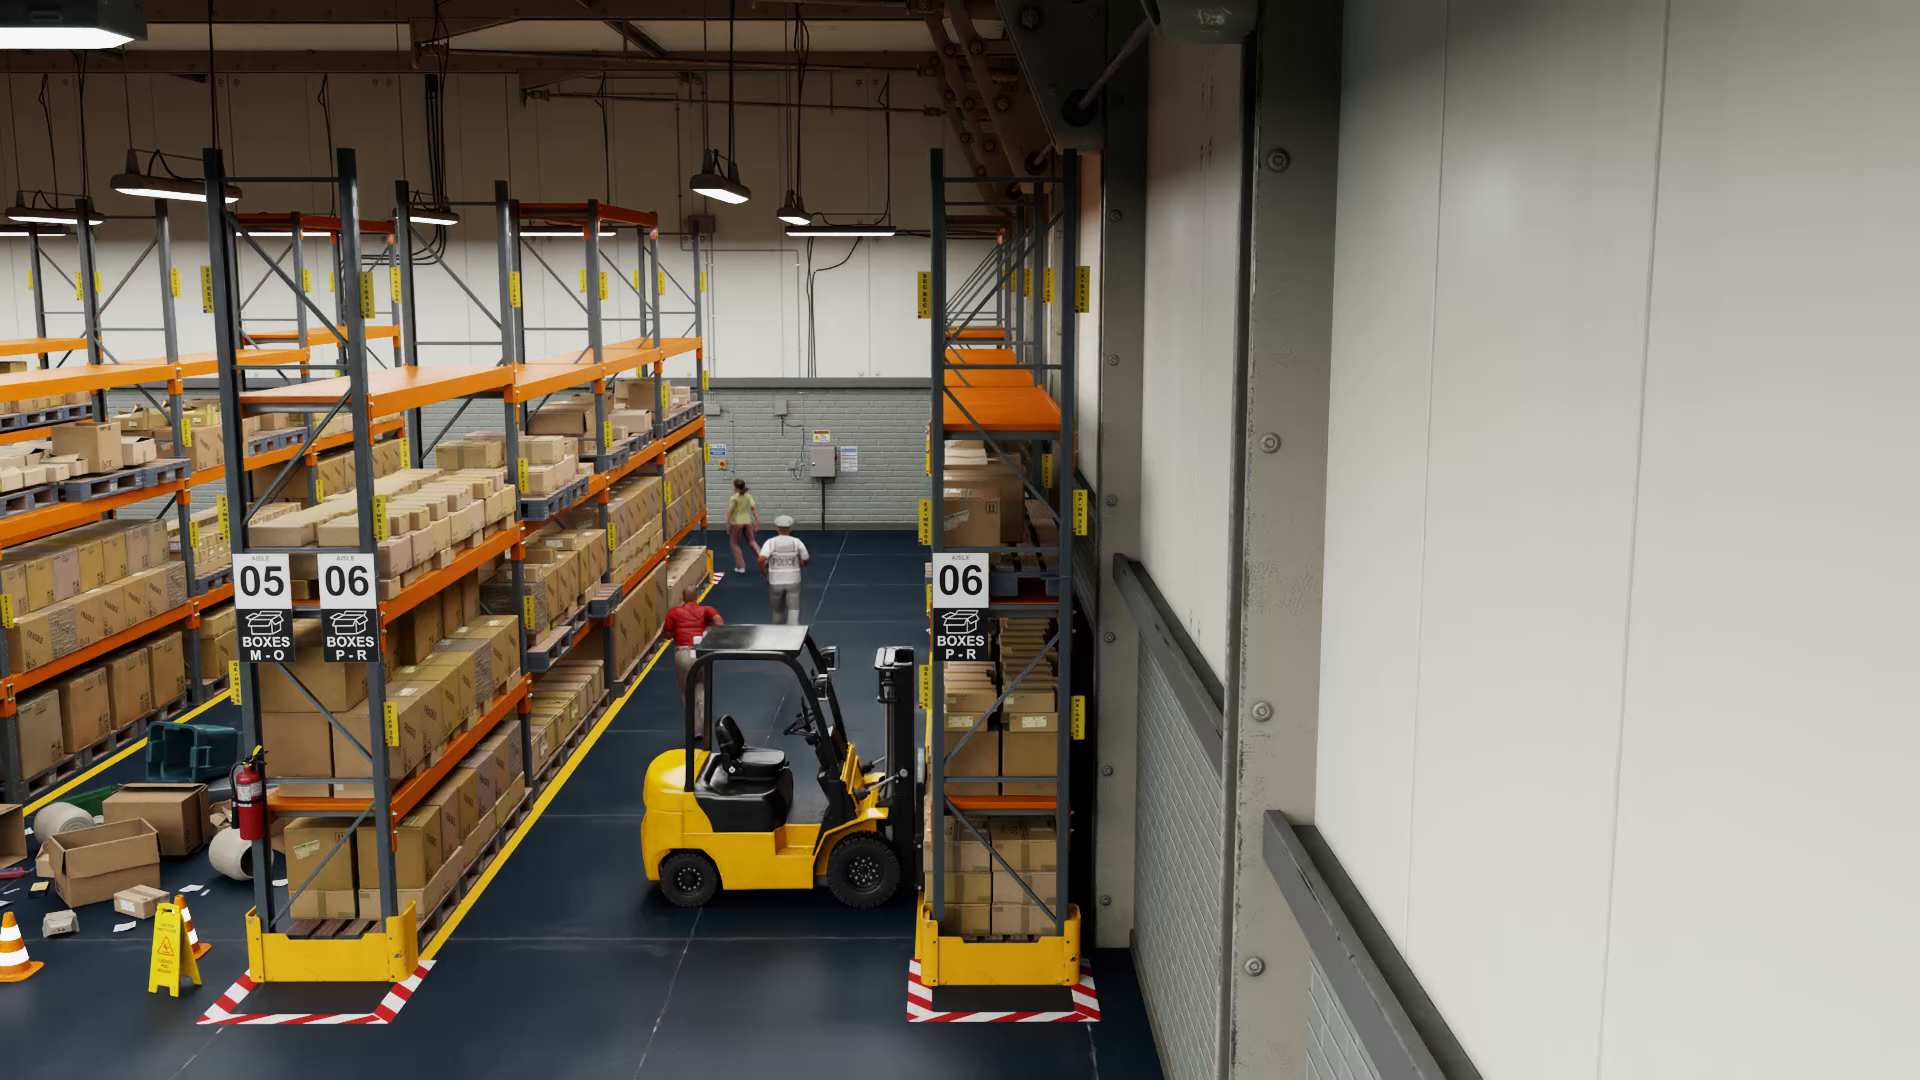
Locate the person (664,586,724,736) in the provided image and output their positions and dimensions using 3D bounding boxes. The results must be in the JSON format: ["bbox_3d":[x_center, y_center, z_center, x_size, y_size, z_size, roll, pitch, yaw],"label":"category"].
[{"bbox_3d":[-3.017,1.354,18.827,0.642,1.647,0.797,-3,9,-16],"label":"person"}]

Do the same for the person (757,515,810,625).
[{"bbox_3d":[-2.291,0.571,21.637,0.680,1.813,0.866,-1,9,-8],"label":"person"}]

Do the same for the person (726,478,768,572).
[{"bbox_3d":[-3.677,-0.245,28.788,0.677,1.637,0.568,-6,11,-33],"label":"person"}]
